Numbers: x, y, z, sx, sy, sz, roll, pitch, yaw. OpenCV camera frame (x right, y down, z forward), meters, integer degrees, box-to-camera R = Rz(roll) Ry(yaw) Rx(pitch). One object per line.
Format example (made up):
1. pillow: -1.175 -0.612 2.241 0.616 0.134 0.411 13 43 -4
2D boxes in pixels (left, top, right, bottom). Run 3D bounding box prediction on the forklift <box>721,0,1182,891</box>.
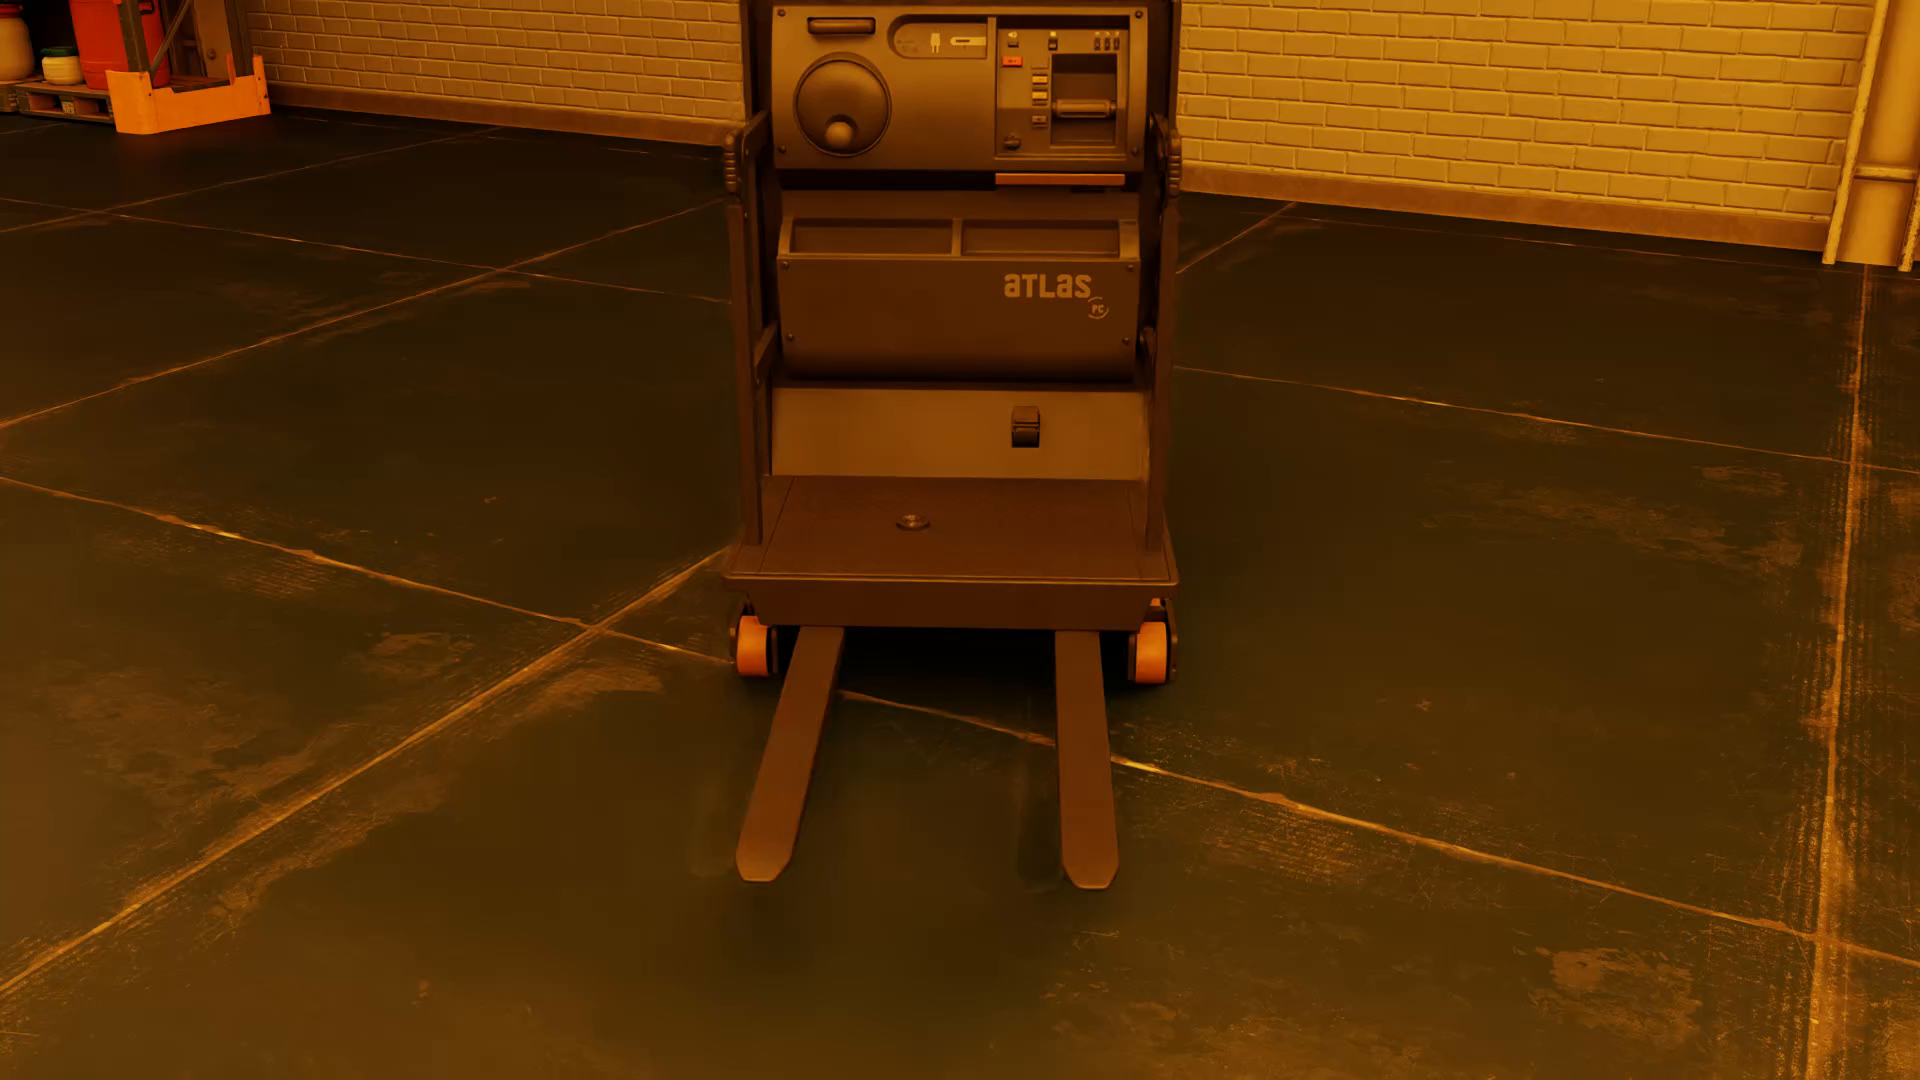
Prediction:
1. forklift: -0.008 -1.109 3.927 1.130 2.935 3.031 1 23 2
